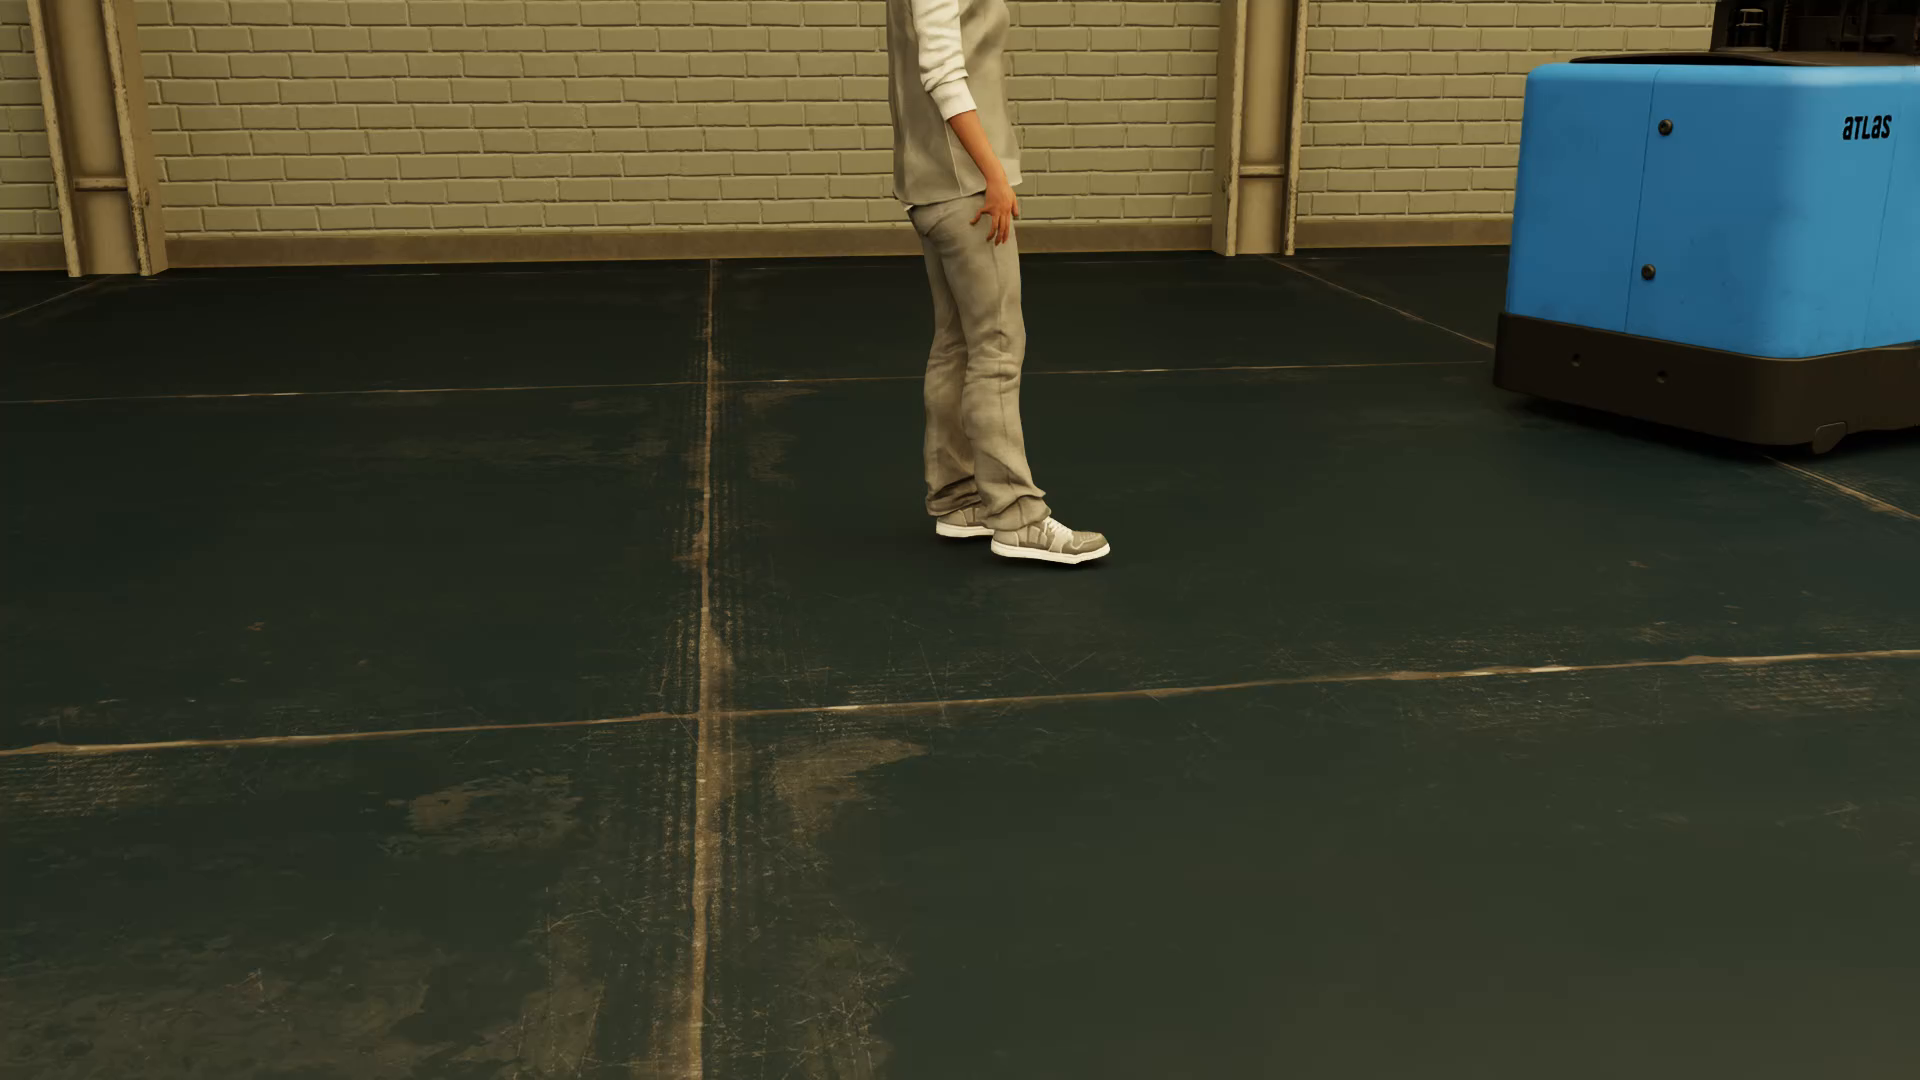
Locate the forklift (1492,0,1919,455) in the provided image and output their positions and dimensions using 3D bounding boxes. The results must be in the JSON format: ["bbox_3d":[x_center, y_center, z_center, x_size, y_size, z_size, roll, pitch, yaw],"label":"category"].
[{"bbox_3d":[3.253,-1.936,5.310,3.031,2.935,1.130,-10,19,-29],"label":"forklift"}]

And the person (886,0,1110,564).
[{"bbox_3d":[0.076,-0.770,3.731,0.473,1.599,0.521,-2,17,-8],"label":"person"}]
